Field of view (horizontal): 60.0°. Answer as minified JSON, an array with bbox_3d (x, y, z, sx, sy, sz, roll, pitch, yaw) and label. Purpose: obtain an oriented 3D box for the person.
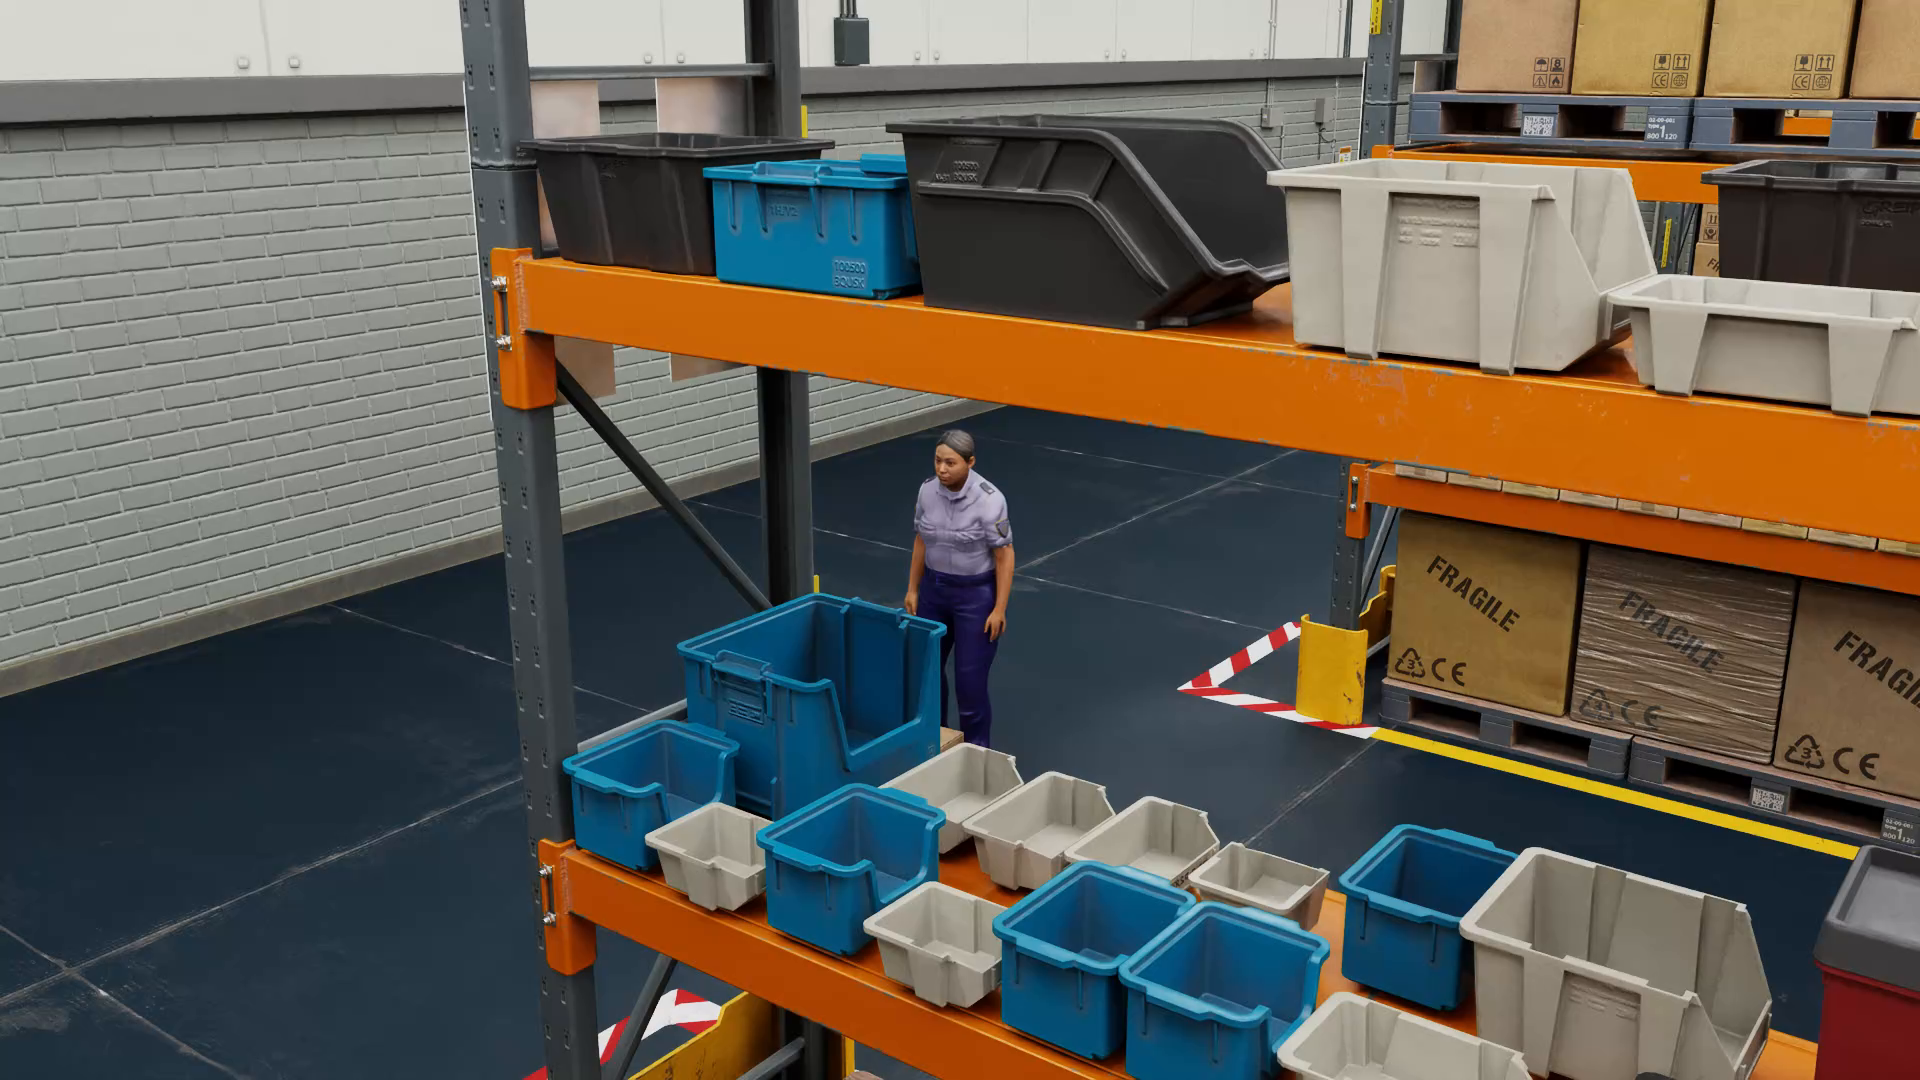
[{"bbox_3d":[-0.037,0.302,7.567,0.562,1.638,0.384,11,20,33],"label":"person"}]
